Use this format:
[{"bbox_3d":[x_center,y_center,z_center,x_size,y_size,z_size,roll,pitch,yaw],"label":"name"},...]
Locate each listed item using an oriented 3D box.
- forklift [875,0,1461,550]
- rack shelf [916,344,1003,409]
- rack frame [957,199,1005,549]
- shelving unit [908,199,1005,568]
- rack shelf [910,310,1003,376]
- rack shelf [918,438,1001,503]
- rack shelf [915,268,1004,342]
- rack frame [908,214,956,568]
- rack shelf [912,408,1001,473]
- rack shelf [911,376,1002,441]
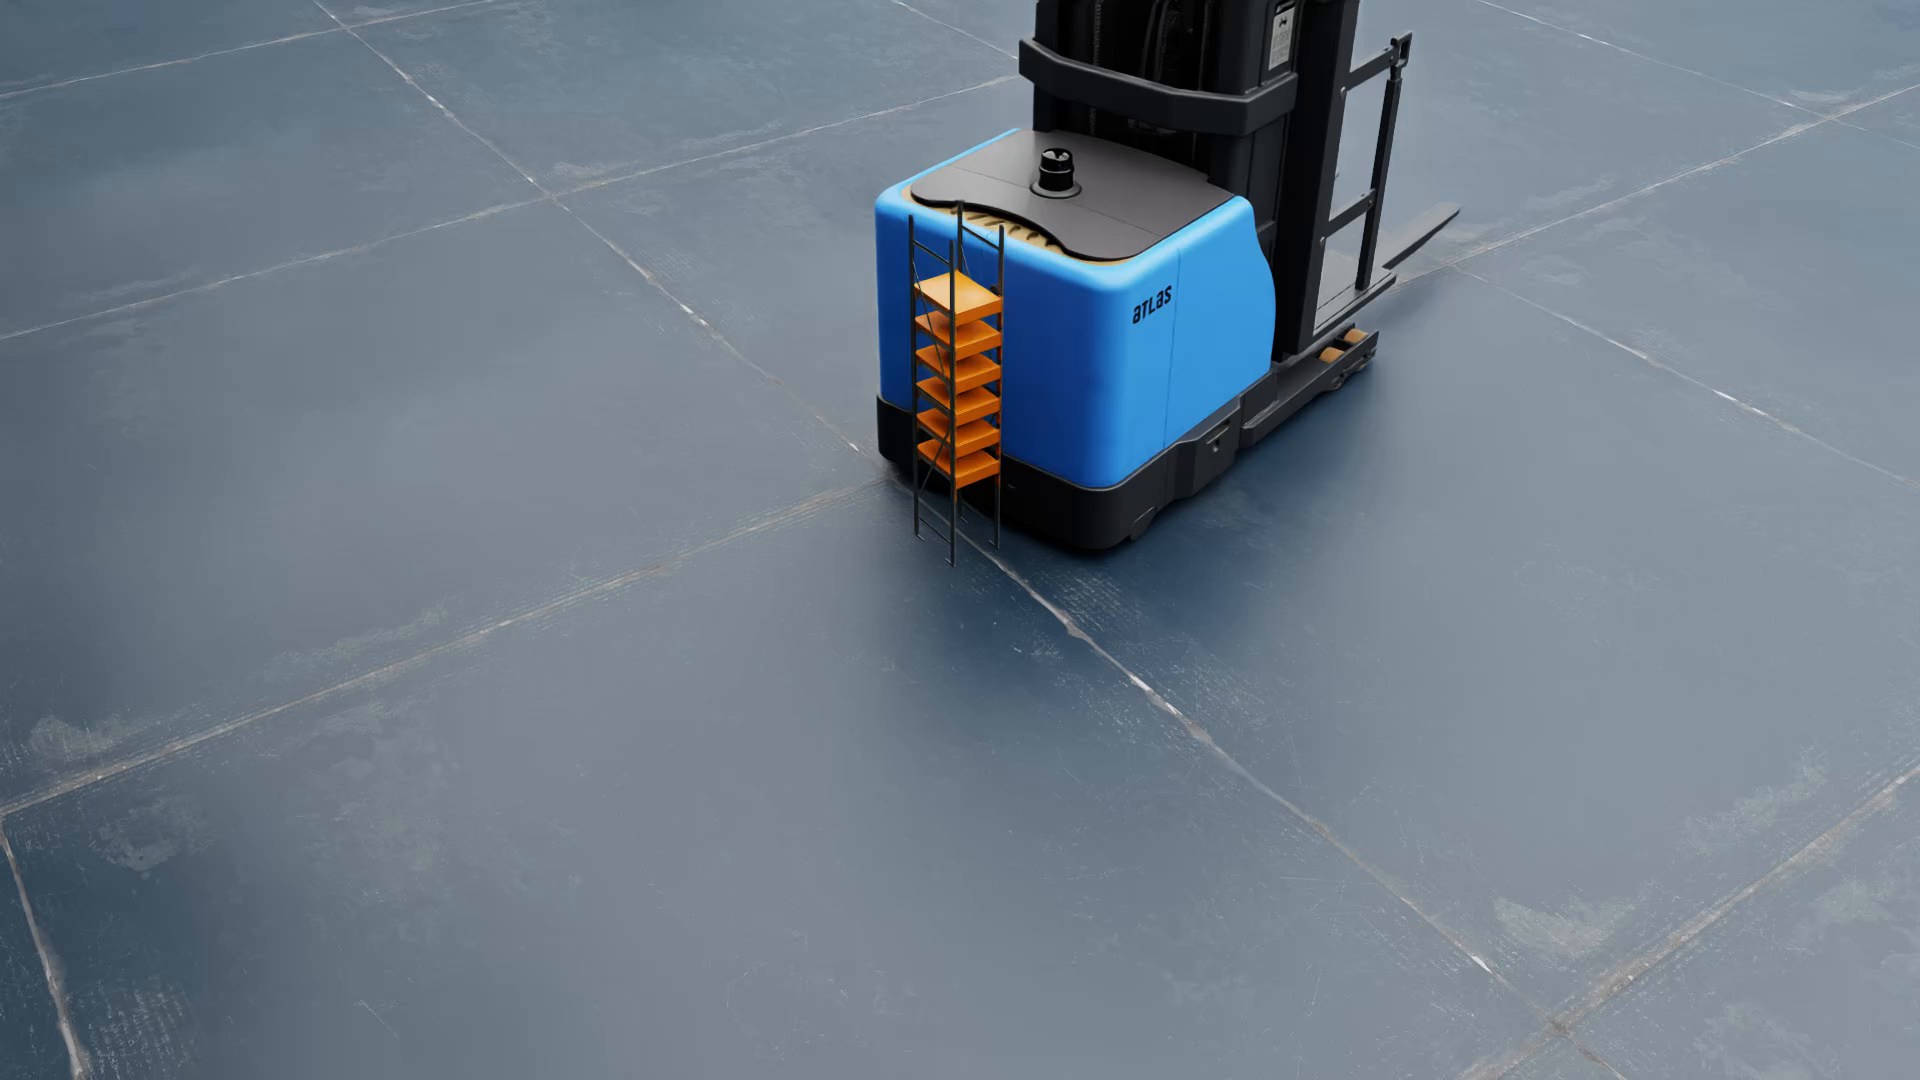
[{"bbox_3d":[1.024,-1.949,5.950,1.130,2.935,3.031,26,43,31],"label":"forklift"},{"bbox_3d":[-0.012,-0.544,5.349,0.180,0.103,0.258,-22,41,-28],"label":"rack shelf"},{"bbox_3d":[0.063,-0.513,5.436,0.006,1.200,0.240,-22,41,-28],"label":"rack frame"},{"bbox_3d":[-0.012,-0.482,5.393,0.189,1.200,0.258,-22,41,-28],"label":"shelving unit"},{"bbox_3d":[-0.012,-0.641,5.279,0.180,0.103,0.258,-22,41,-28],"label":"rack shelf"},{"bbox_3d":[-0.012,-0.251,5.559,0.180,0.103,0.258,-22,41,-28],"label":"rack shelf"},{"bbox_3d":[-0.012,-0.738,5.209,0.180,0.103,0.258,-22,41,-28],"label":"rack shelf"},{"bbox_3d":[-0.087,-0.451,5.350,0.006,1.200,0.240,-22,41,-28],"label":"rack frame"},{"bbox_3d":[-0.012,-0.349,5.489,0.180,0.103,0.258,-22,41,-28],"label":"rack shelf"},{"bbox_3d":[-0.012,-0.446,5.419,0.180,0.103,0.258,-22,41,-28],"label":"rack shelf"}]
